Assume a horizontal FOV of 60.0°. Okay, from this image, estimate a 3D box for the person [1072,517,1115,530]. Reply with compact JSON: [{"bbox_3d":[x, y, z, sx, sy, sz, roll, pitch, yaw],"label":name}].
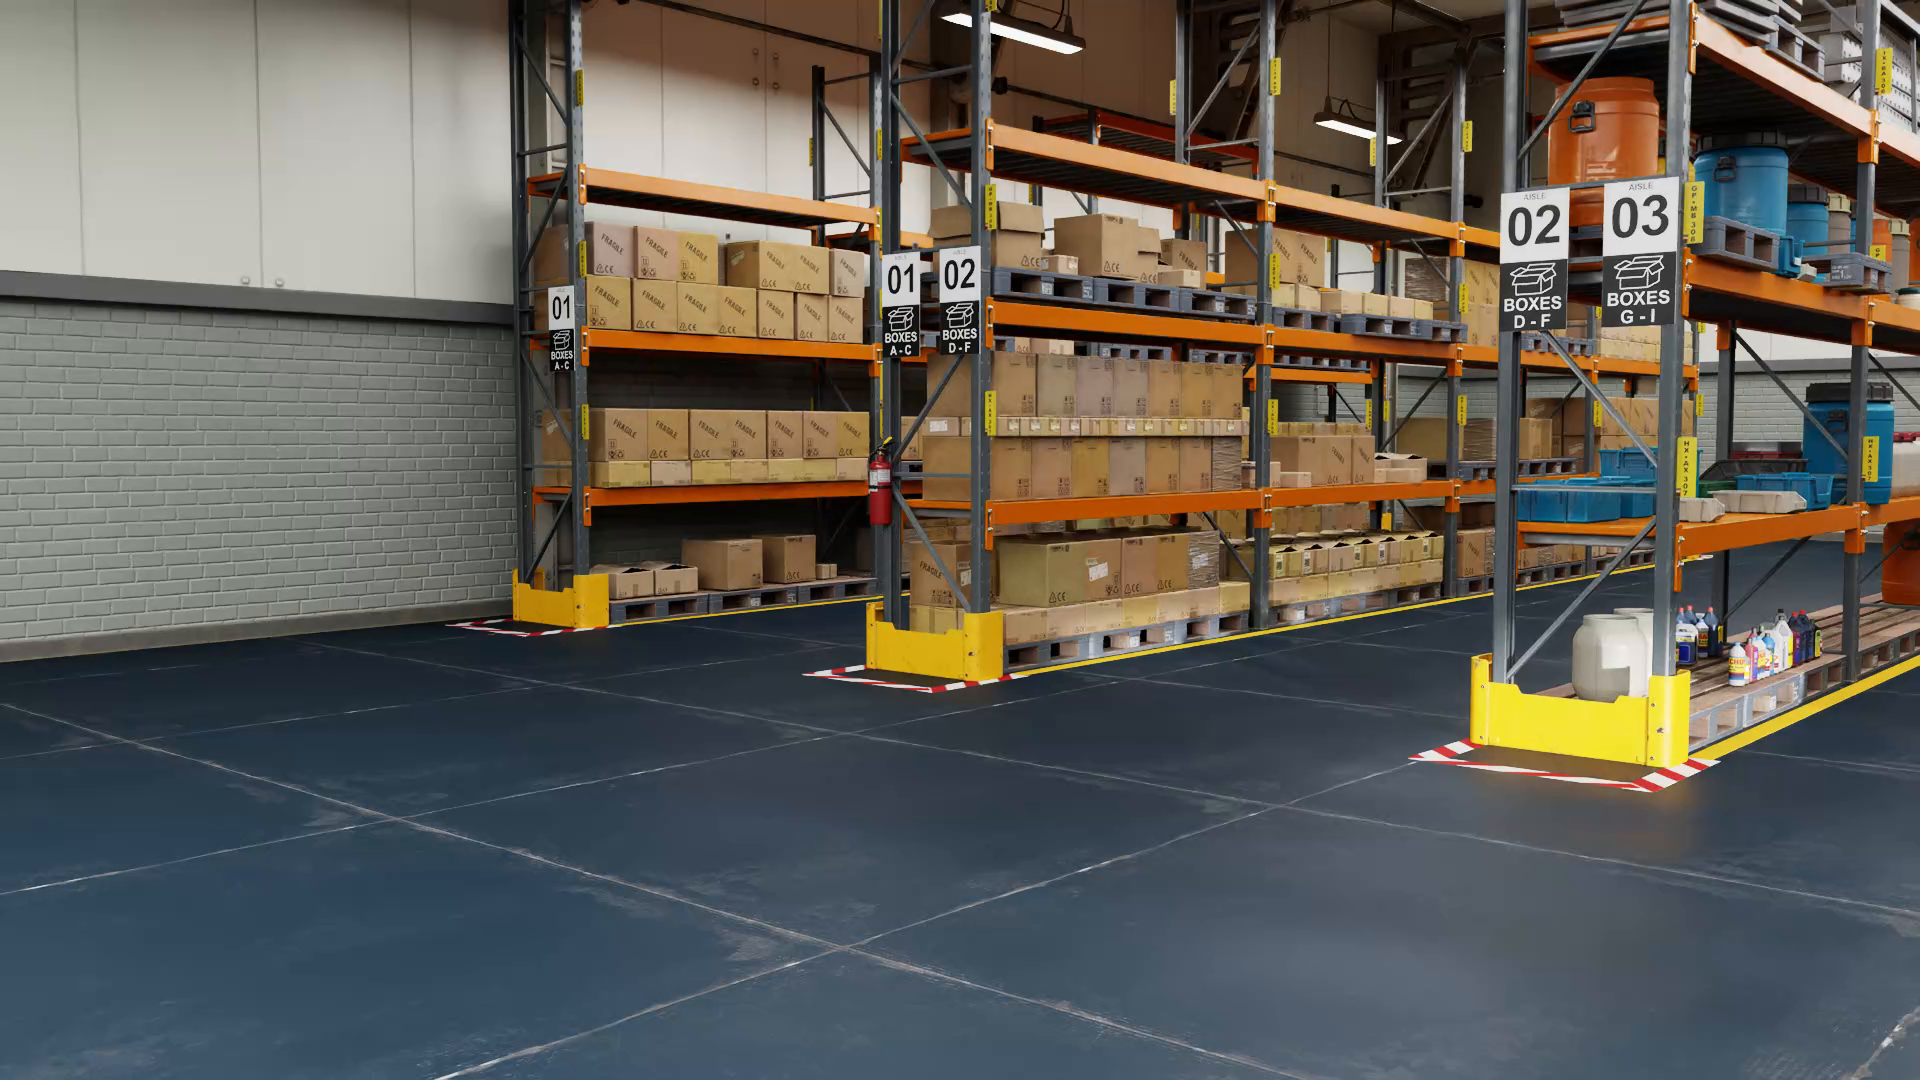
[{"bbox_3d":[1.386,-0.087,16.831,0.510,1.671,0.416,3,5,38],"label":"person"}]
